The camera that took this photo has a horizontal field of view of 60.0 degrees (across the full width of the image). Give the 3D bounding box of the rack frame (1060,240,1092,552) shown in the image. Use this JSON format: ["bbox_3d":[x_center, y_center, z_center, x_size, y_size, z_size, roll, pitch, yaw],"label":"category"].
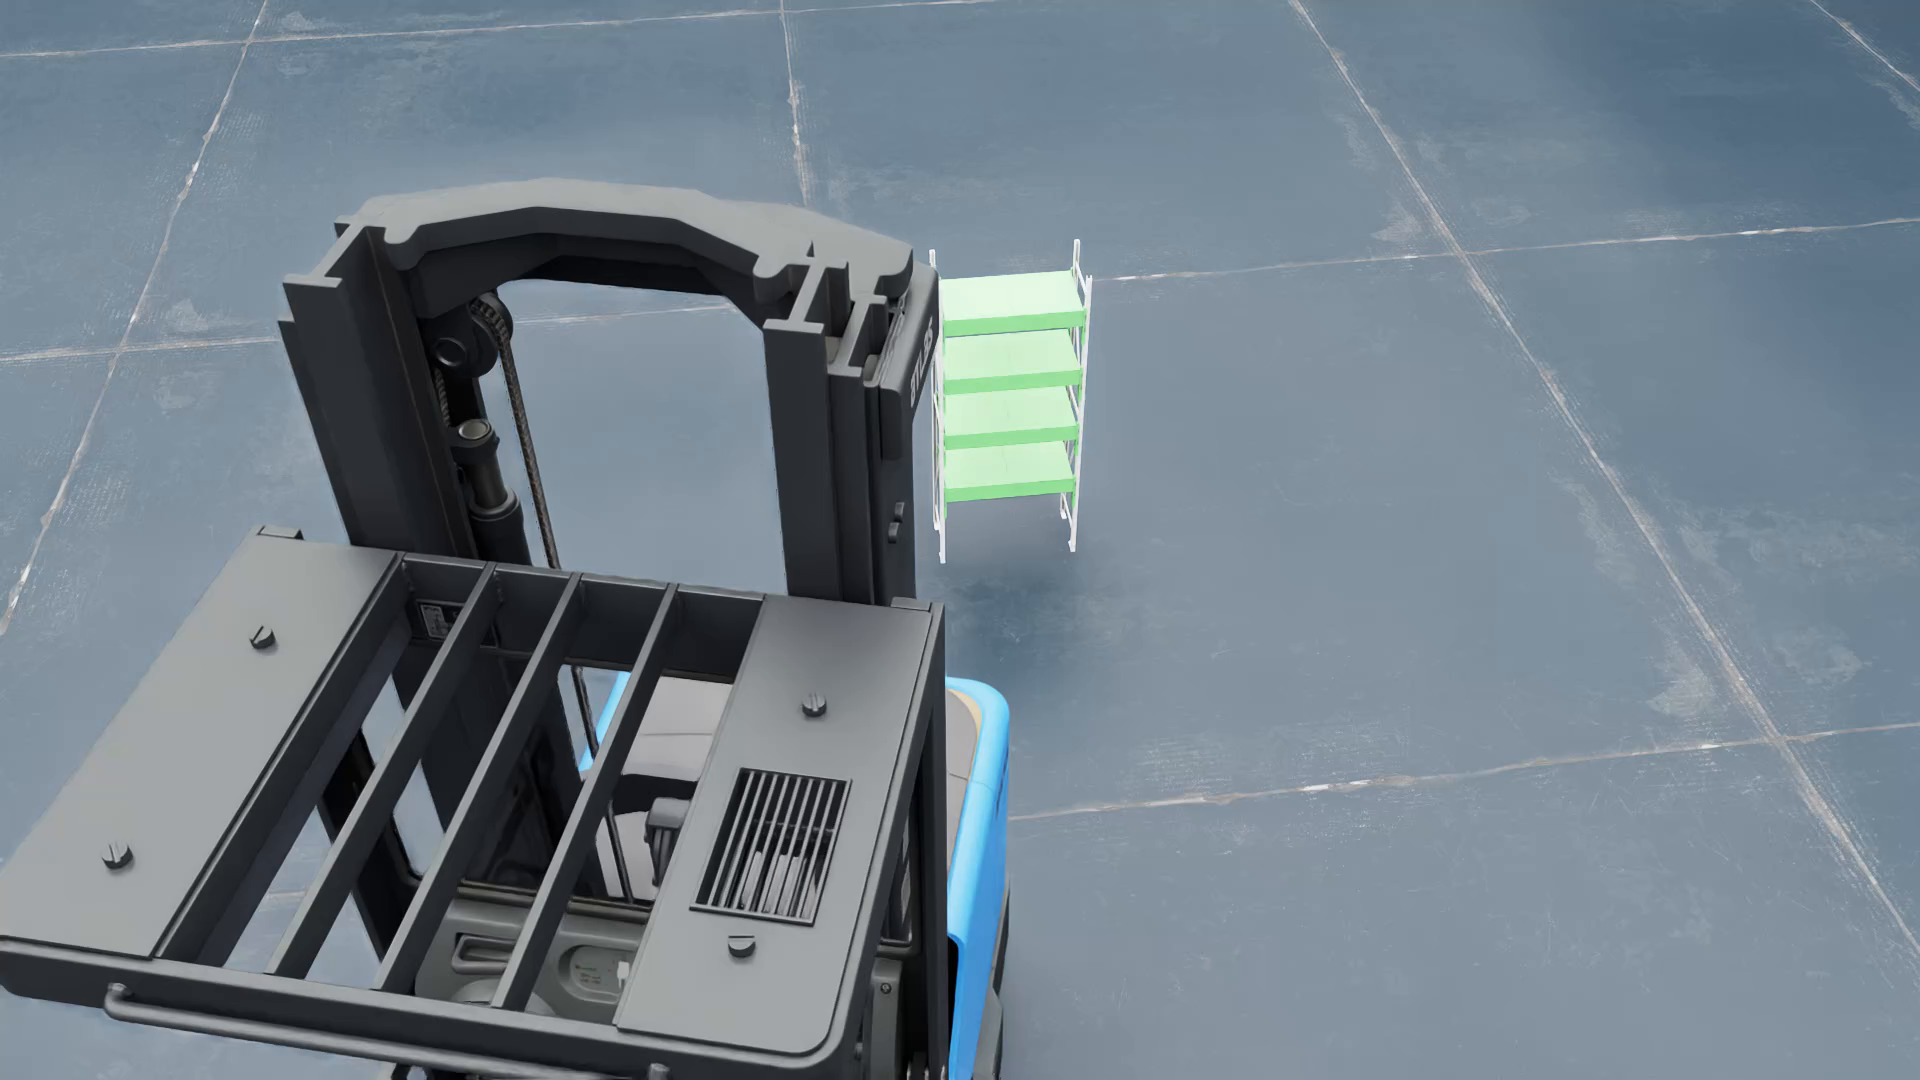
[{"bbox_3d":[0.406,-0.481,5.888,0.015,1.200,0.240,-5,42,-6],"label":"rack frame"}]

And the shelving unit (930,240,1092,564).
[{"bbox_3d":[0.164,-0.460,5.864,0.503,1.200,0.258,-5,42,-6],"label":"shelving unit"}]

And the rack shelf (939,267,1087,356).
[{"bbox_3d":[0.164,-0.769,5.585,0.480,0.148,0.258,-5,42,-6],"label":"rack shelf"}]

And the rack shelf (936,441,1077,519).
[{"bbox_3d":[0.164,-0.234,6.068,0.480,0.148,0.258,-5,42,-6],"label":"rack shelf"}]

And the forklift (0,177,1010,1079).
[{"bbox_3d":[-0.605,0.997,2.956,1.130,2.935,3.031,6,42,7],"label":"forklift"}]

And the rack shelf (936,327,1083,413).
[{"bbox_3d":[0.164,-0.591,5.746,0.480,0.148,0.258,-5,42,-6],"label":"rack shelf"}]

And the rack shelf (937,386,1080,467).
[{"bbox_3d":[0.164,-0.412,5.907,0.480,0.148,0.258,-5,42,-6],"label":"rack shelf"}]

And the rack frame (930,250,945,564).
[{"bbox_3d":[-0.078,-0.439,5.841,0.015,1.200,0.240,-5,42,-6],"label":"rack frame"}]
